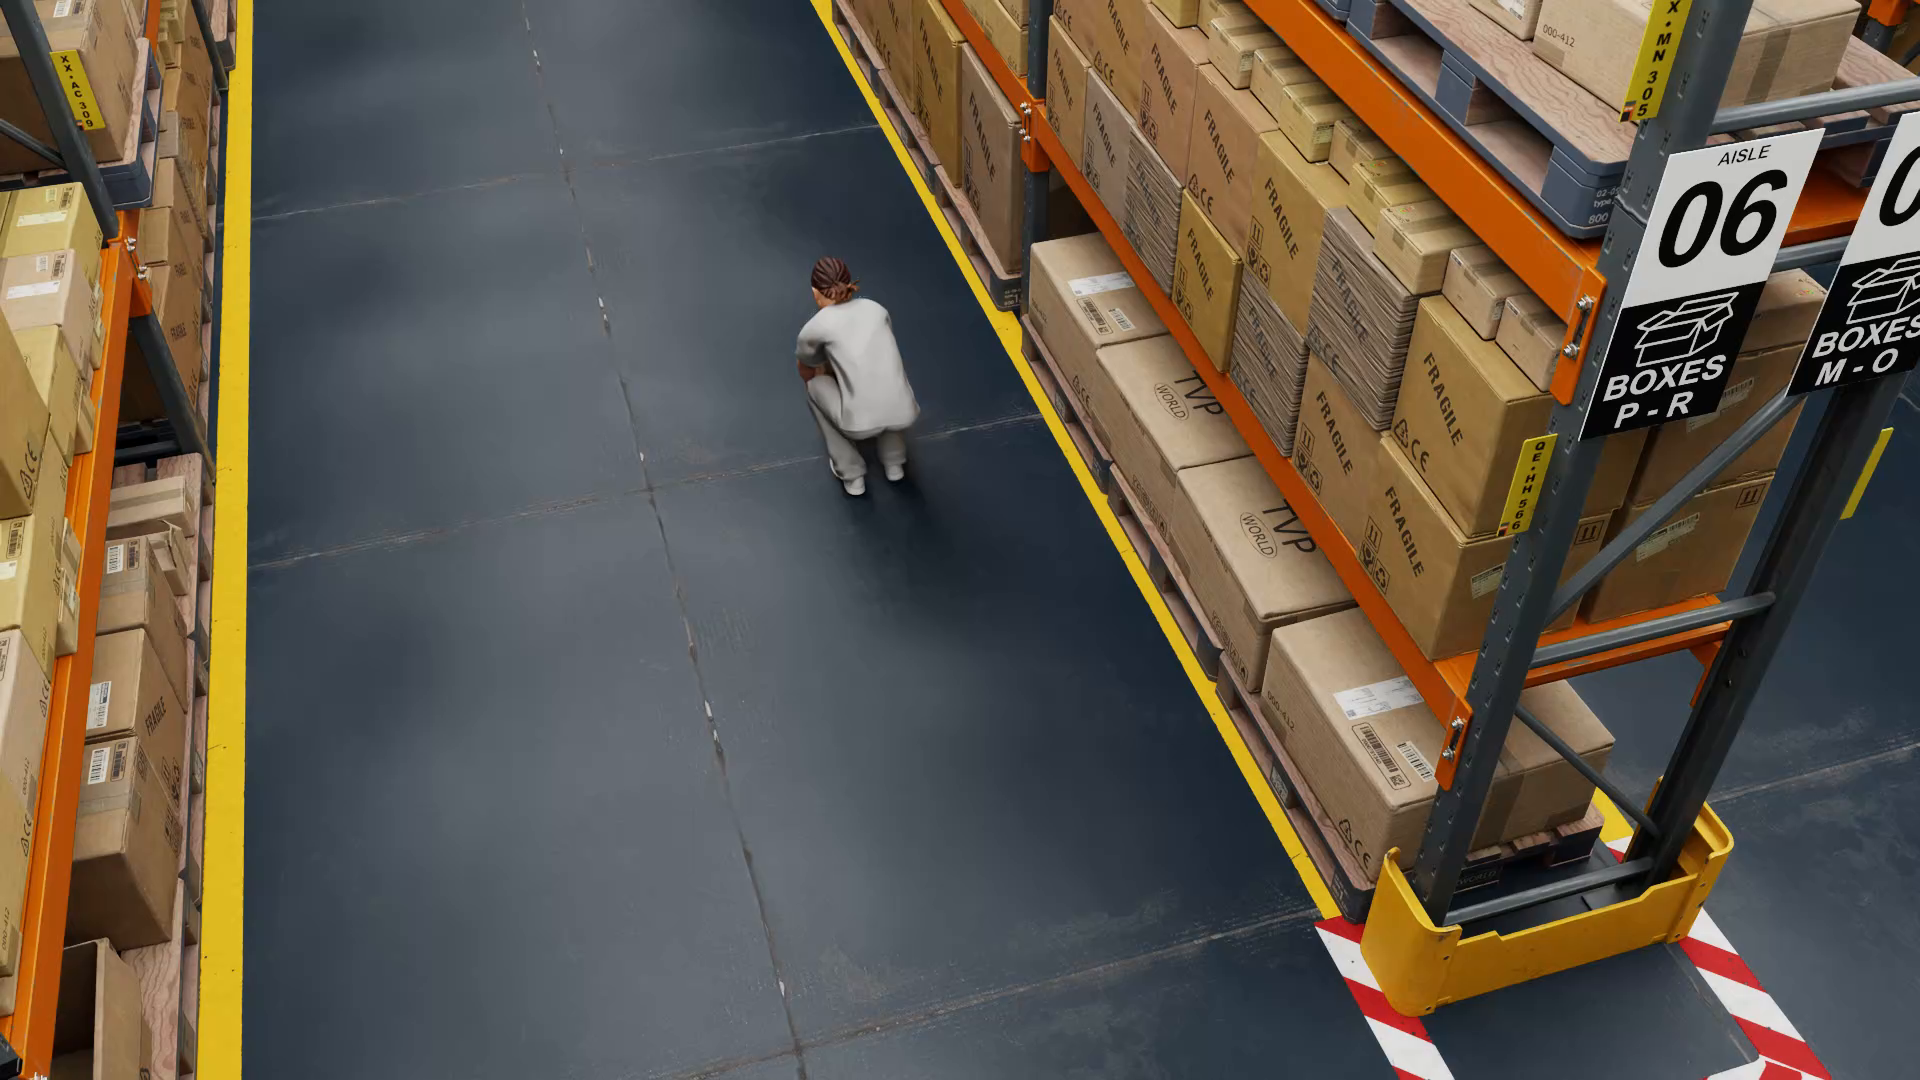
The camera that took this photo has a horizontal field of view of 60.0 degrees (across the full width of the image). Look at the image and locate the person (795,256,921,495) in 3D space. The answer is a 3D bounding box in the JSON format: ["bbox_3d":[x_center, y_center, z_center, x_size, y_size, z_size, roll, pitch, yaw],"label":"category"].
[{"bbox_3d":[-0.471,-0.730,7.499,0.477,0.955,0.794,-12,44,-13],"label":"person"}]
